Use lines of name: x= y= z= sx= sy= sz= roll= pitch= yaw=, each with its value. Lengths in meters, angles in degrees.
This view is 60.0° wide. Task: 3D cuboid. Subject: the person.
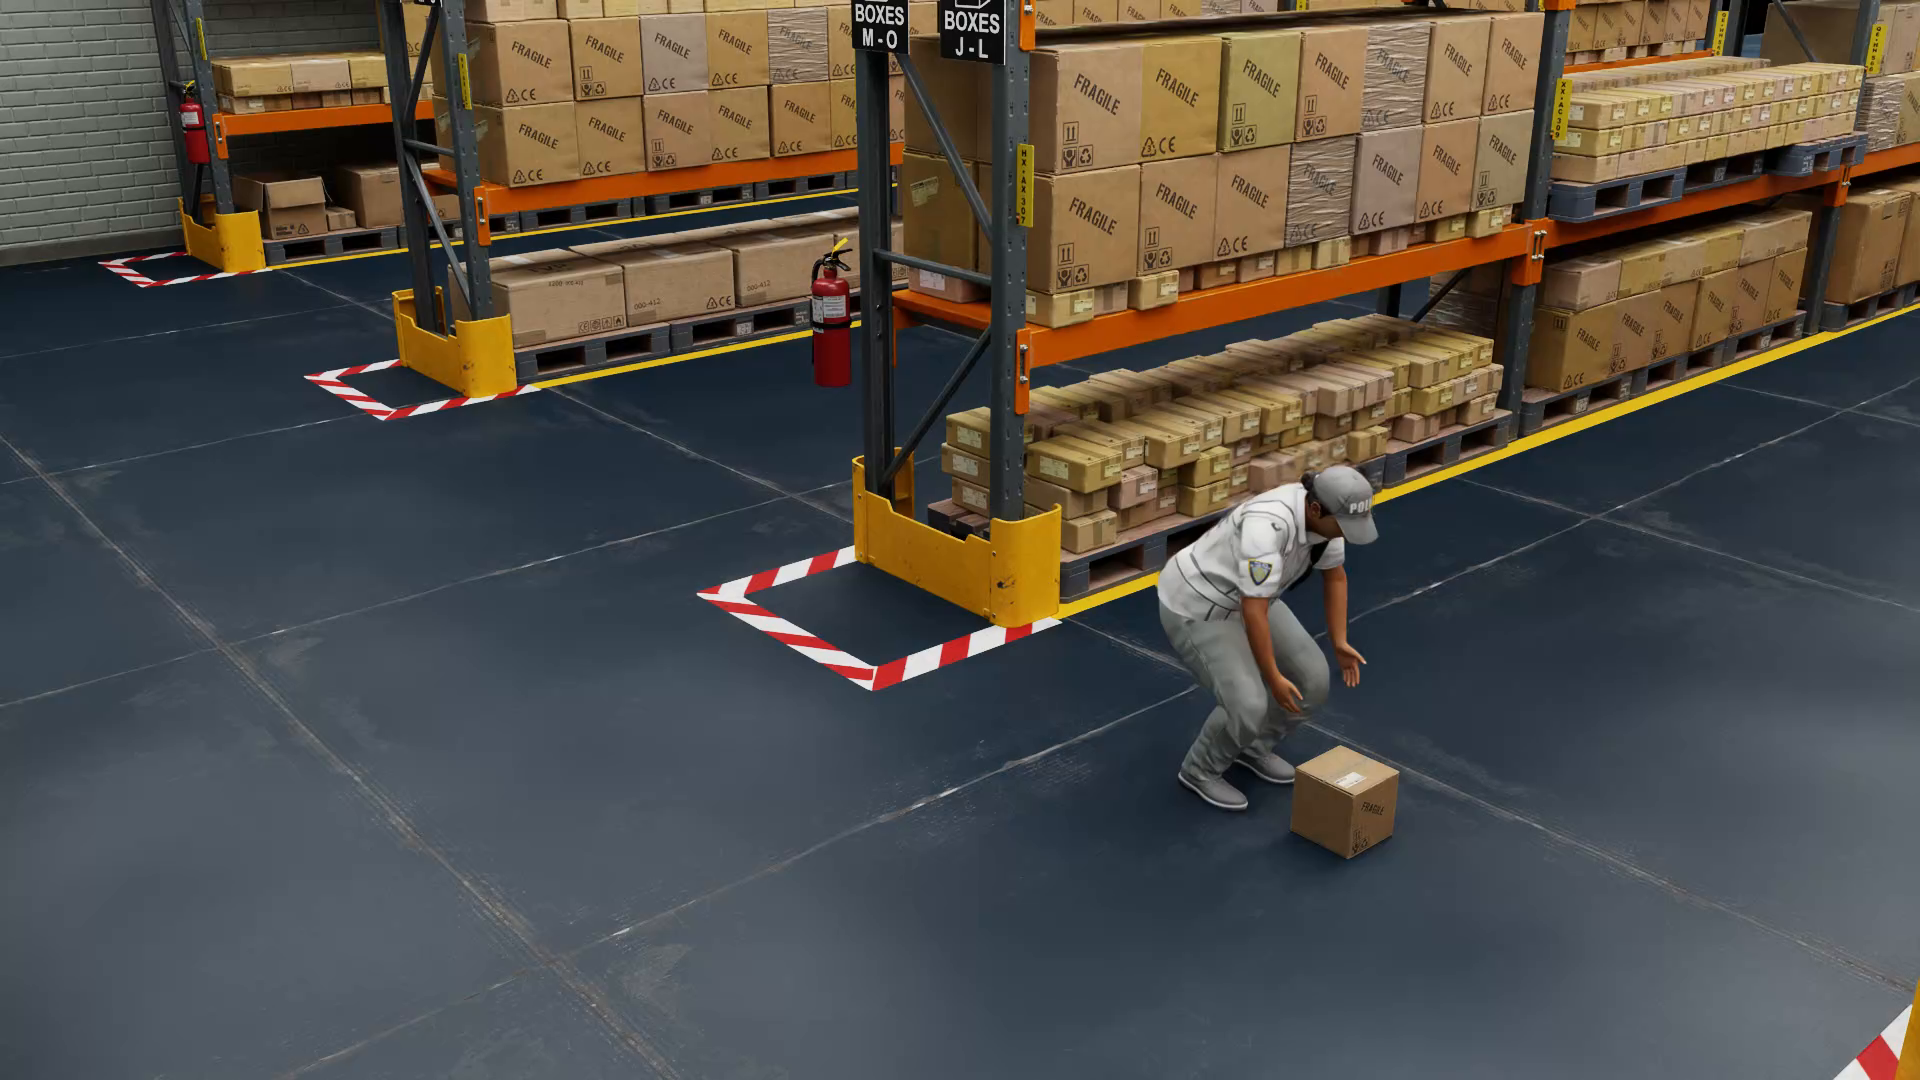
person: x=1.080 y=0.297 z=5.838 sx=0.537 sy=1.294 sz=0.774 roll=-17 pitch=27 yaw=-37
